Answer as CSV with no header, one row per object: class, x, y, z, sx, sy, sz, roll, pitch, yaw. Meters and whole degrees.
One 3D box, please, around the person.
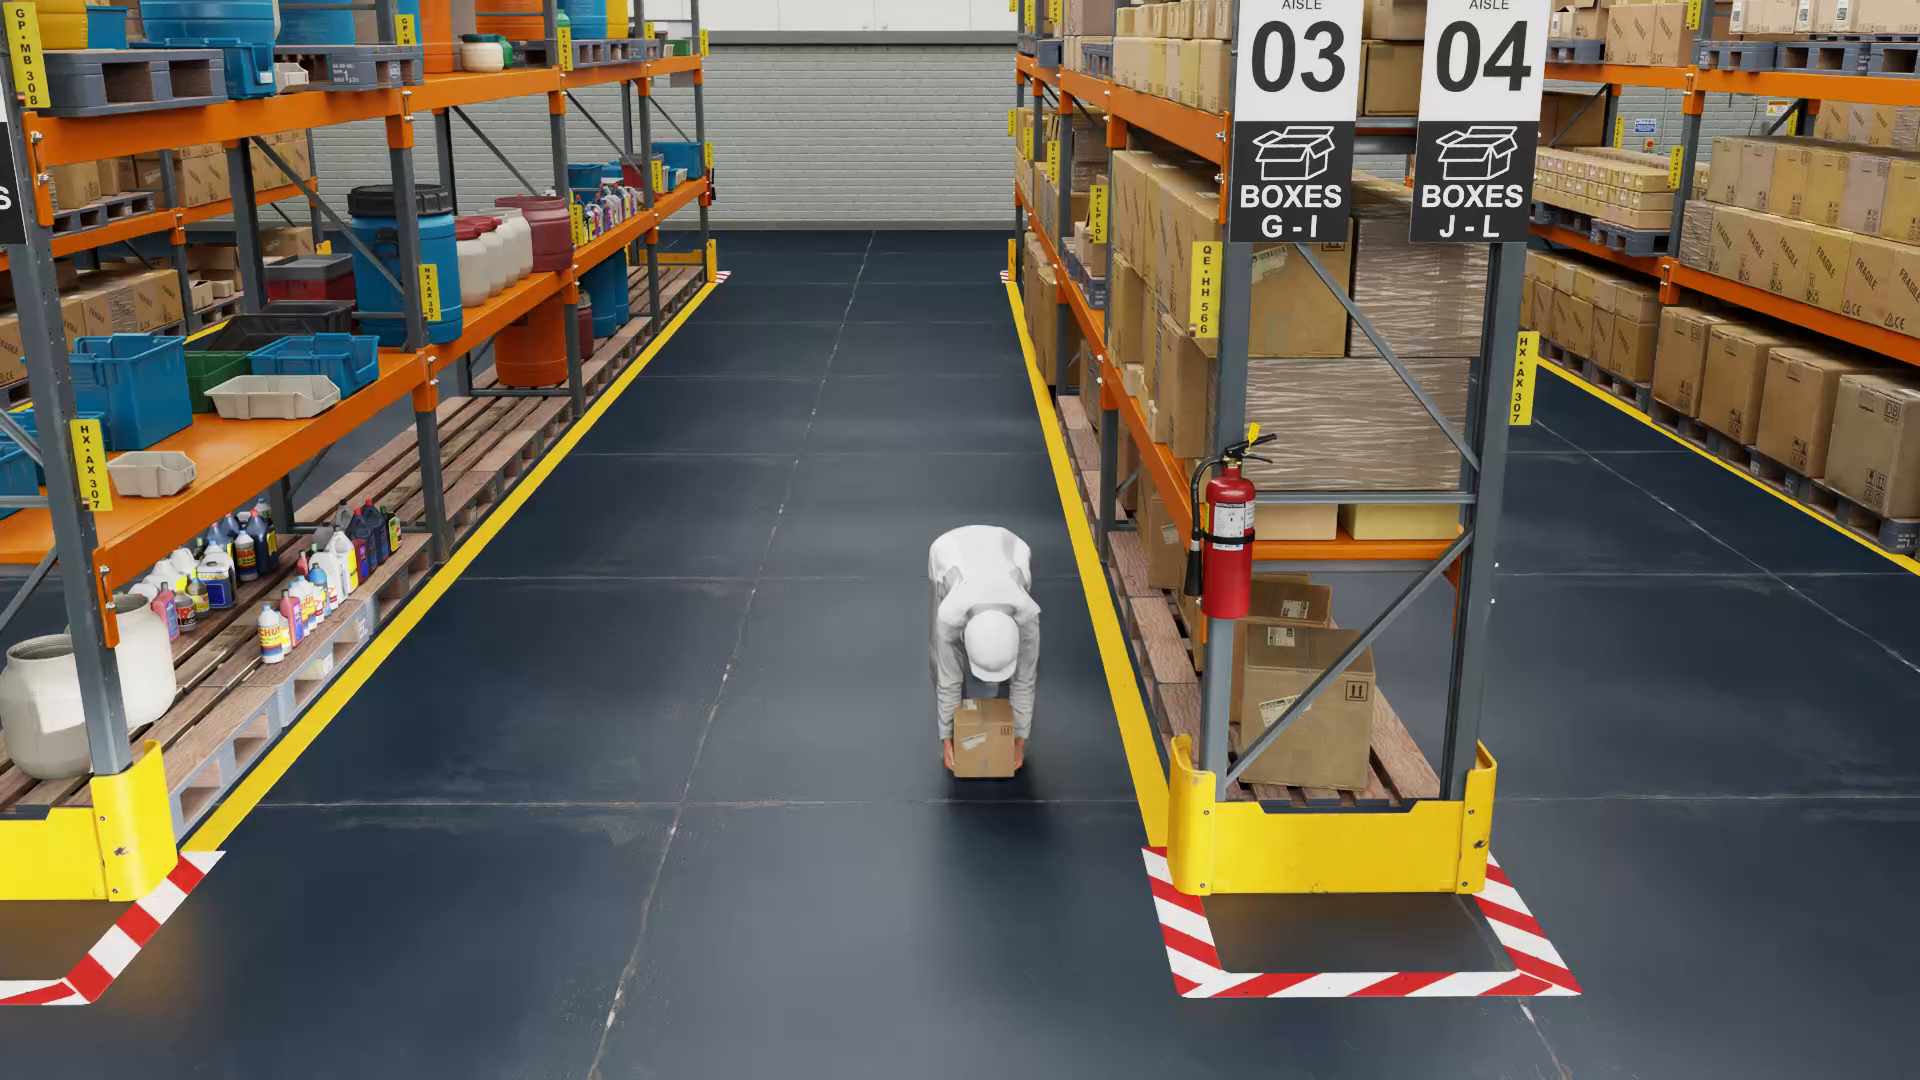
person,0.114,0.504,7.121,0.479,1.028,1.002,-1,17,-5
